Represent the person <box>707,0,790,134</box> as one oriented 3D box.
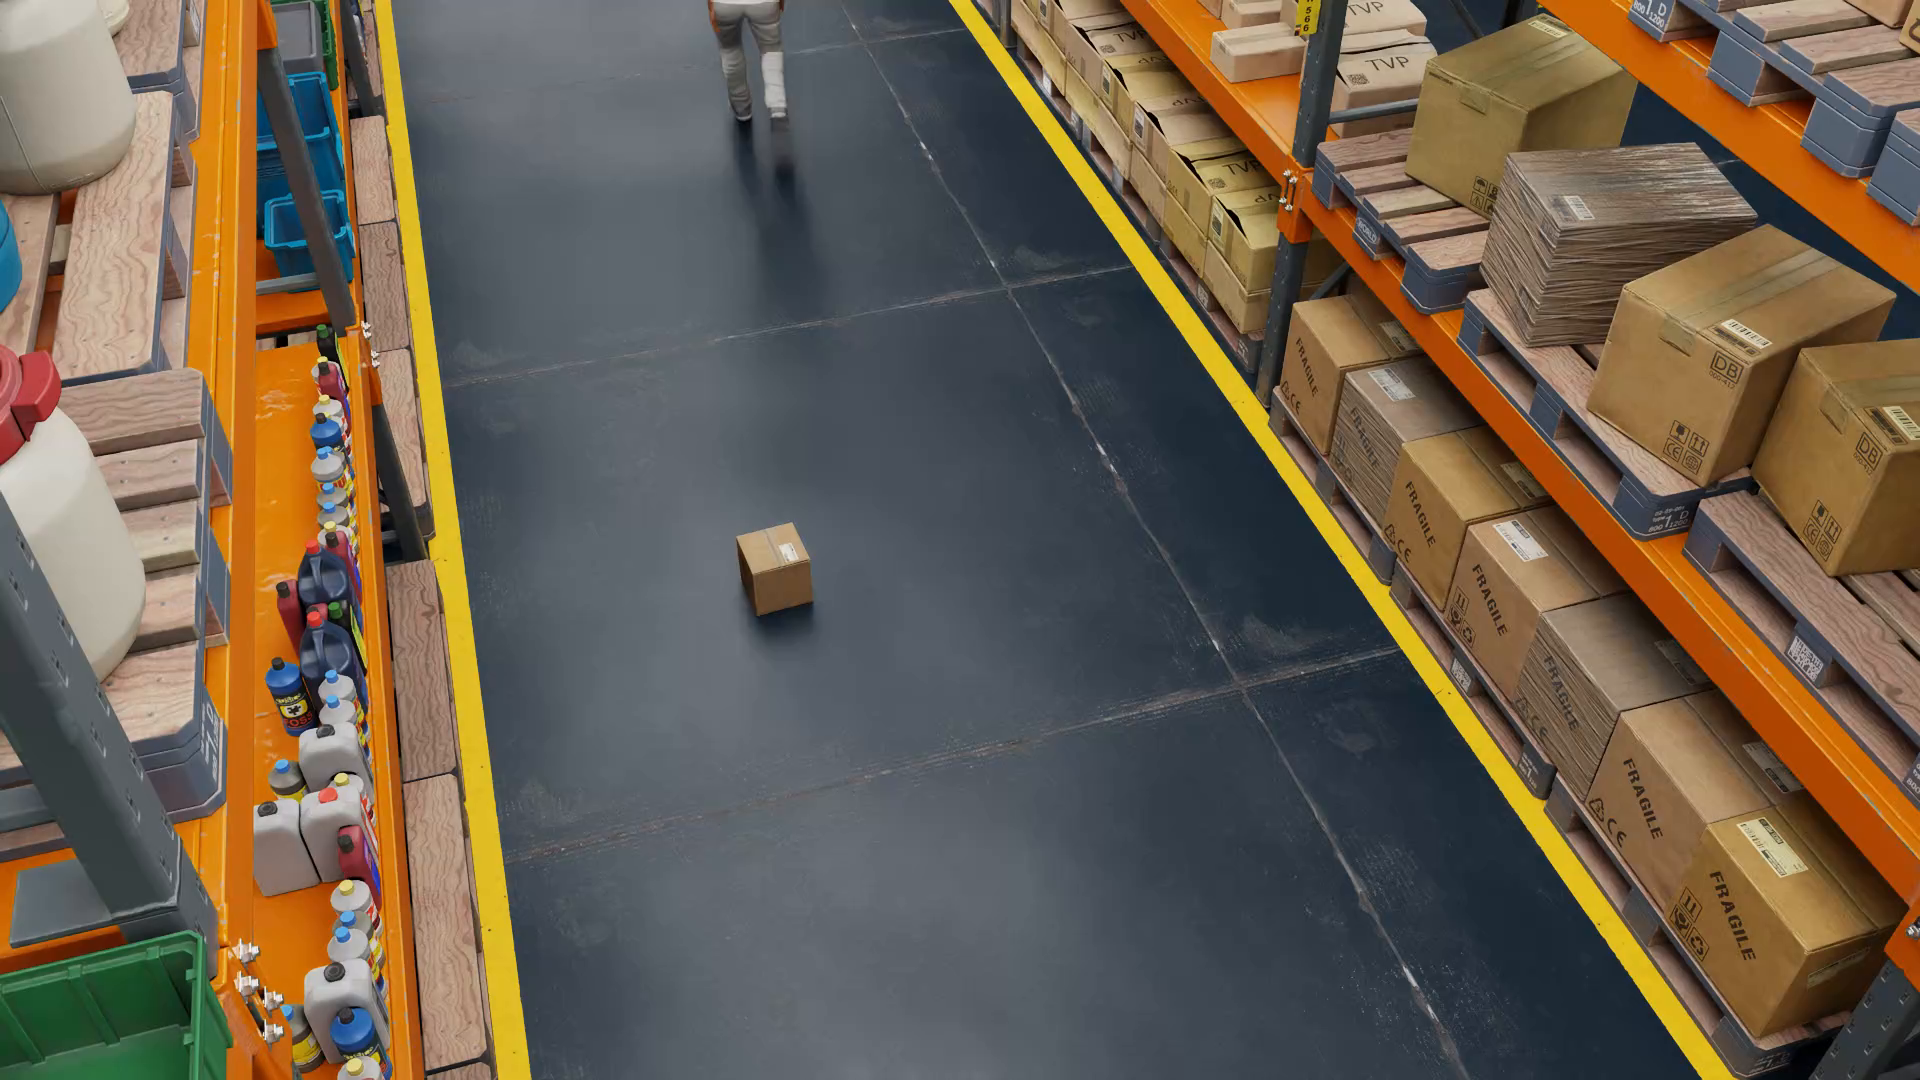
[{"bbox_3d":[-1.233,-3.100,9.526,0.494,1.632,0.782,-7,43,-8],"label":"person"}]
